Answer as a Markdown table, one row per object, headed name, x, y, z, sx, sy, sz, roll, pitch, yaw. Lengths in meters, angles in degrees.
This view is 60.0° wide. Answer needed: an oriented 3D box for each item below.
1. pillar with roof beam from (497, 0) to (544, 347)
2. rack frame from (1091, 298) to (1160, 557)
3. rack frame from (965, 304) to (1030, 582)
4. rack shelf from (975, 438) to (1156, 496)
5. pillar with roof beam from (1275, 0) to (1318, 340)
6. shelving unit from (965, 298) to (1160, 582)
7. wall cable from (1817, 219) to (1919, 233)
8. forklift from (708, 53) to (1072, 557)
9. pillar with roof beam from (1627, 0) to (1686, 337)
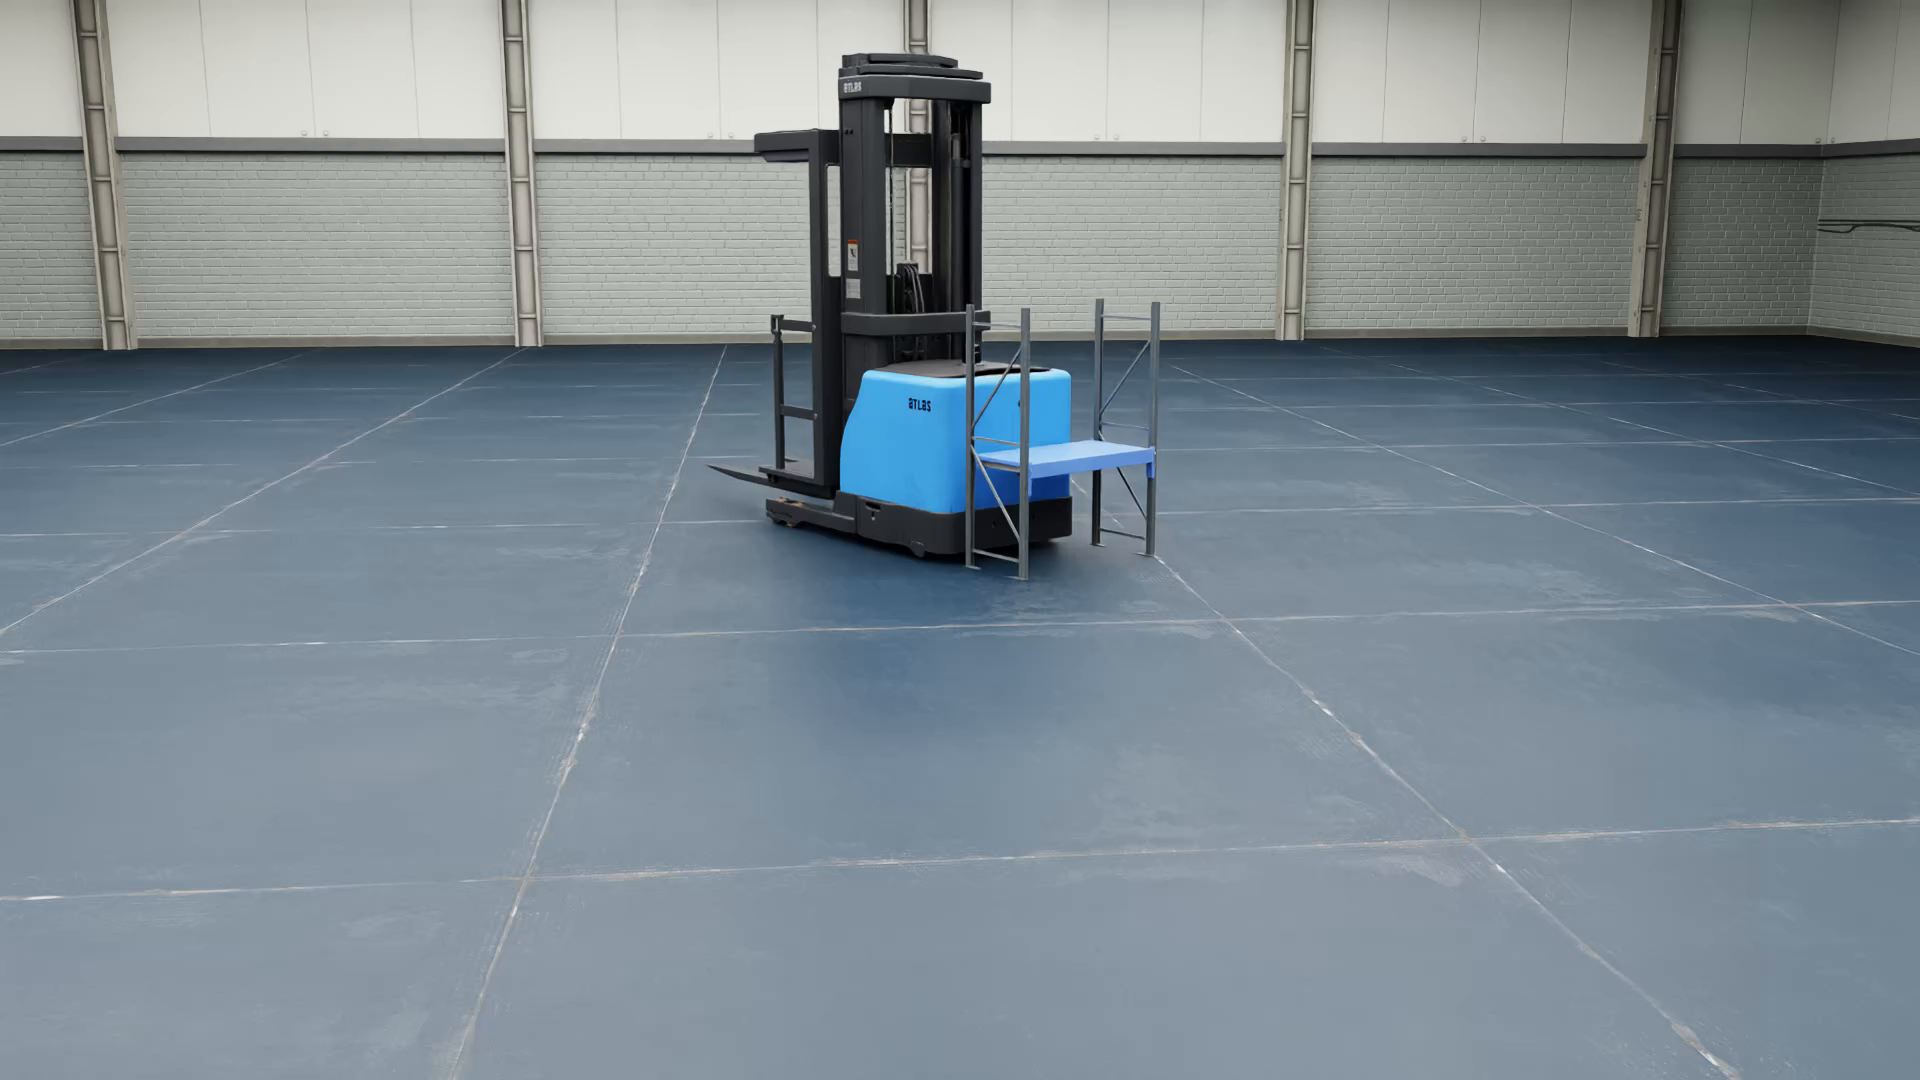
| name | x | y | z | sx | sy | sz | roll | pitch | yaw |
| --- | --- | --- | --- | --- | --- | --- | --- | --- | --- |
| pillar with roof beam | -6.149 | -6.579 | 20.505 | 0.400 | 9.000 | 9.100 | -1 | 11 | -6 |
| rack frame | 0.981 | -0.671 | 9.891 | 0.032 | 1.500 | 0.500 | -9 | 14 | -39 |
| rack frame | 0.205 | -0.544 | 9.246 | 0.032 | 1.500 | 0.500 | -9 | 14 | -39 |
| rack shelf | 0.593 | -0.431 | 9.603 | 1.000 | 0.185 | 0.538 | -9 | 14 | -39 |
| pillar with roof beam | 5.781 | -6.829 | 21.776 | 0.400 | 9.000 | 9.100 | -1 | 11 | -6 |
| shelving unit | 0.593 | -0.607 | 9.569 | 1.048 | 1.500 | 0.538 | -9 | 14 | -39 |
| wall cable | 14.352 | -6.064 | 25.933 | 0.112 | 2.526 | 3.097 | -1 | 11 | -6 |
| forklift | -0.620 | -1.568 | 10.747 | 1.130 | 2.935 | 3.031 | -9 | 14 | -37 |
| pillar with roof beam | 11.745 | -6.954 | 22.412 | 0.400 | 9.000 | 9.100 | -1 | 11 | -6 |
